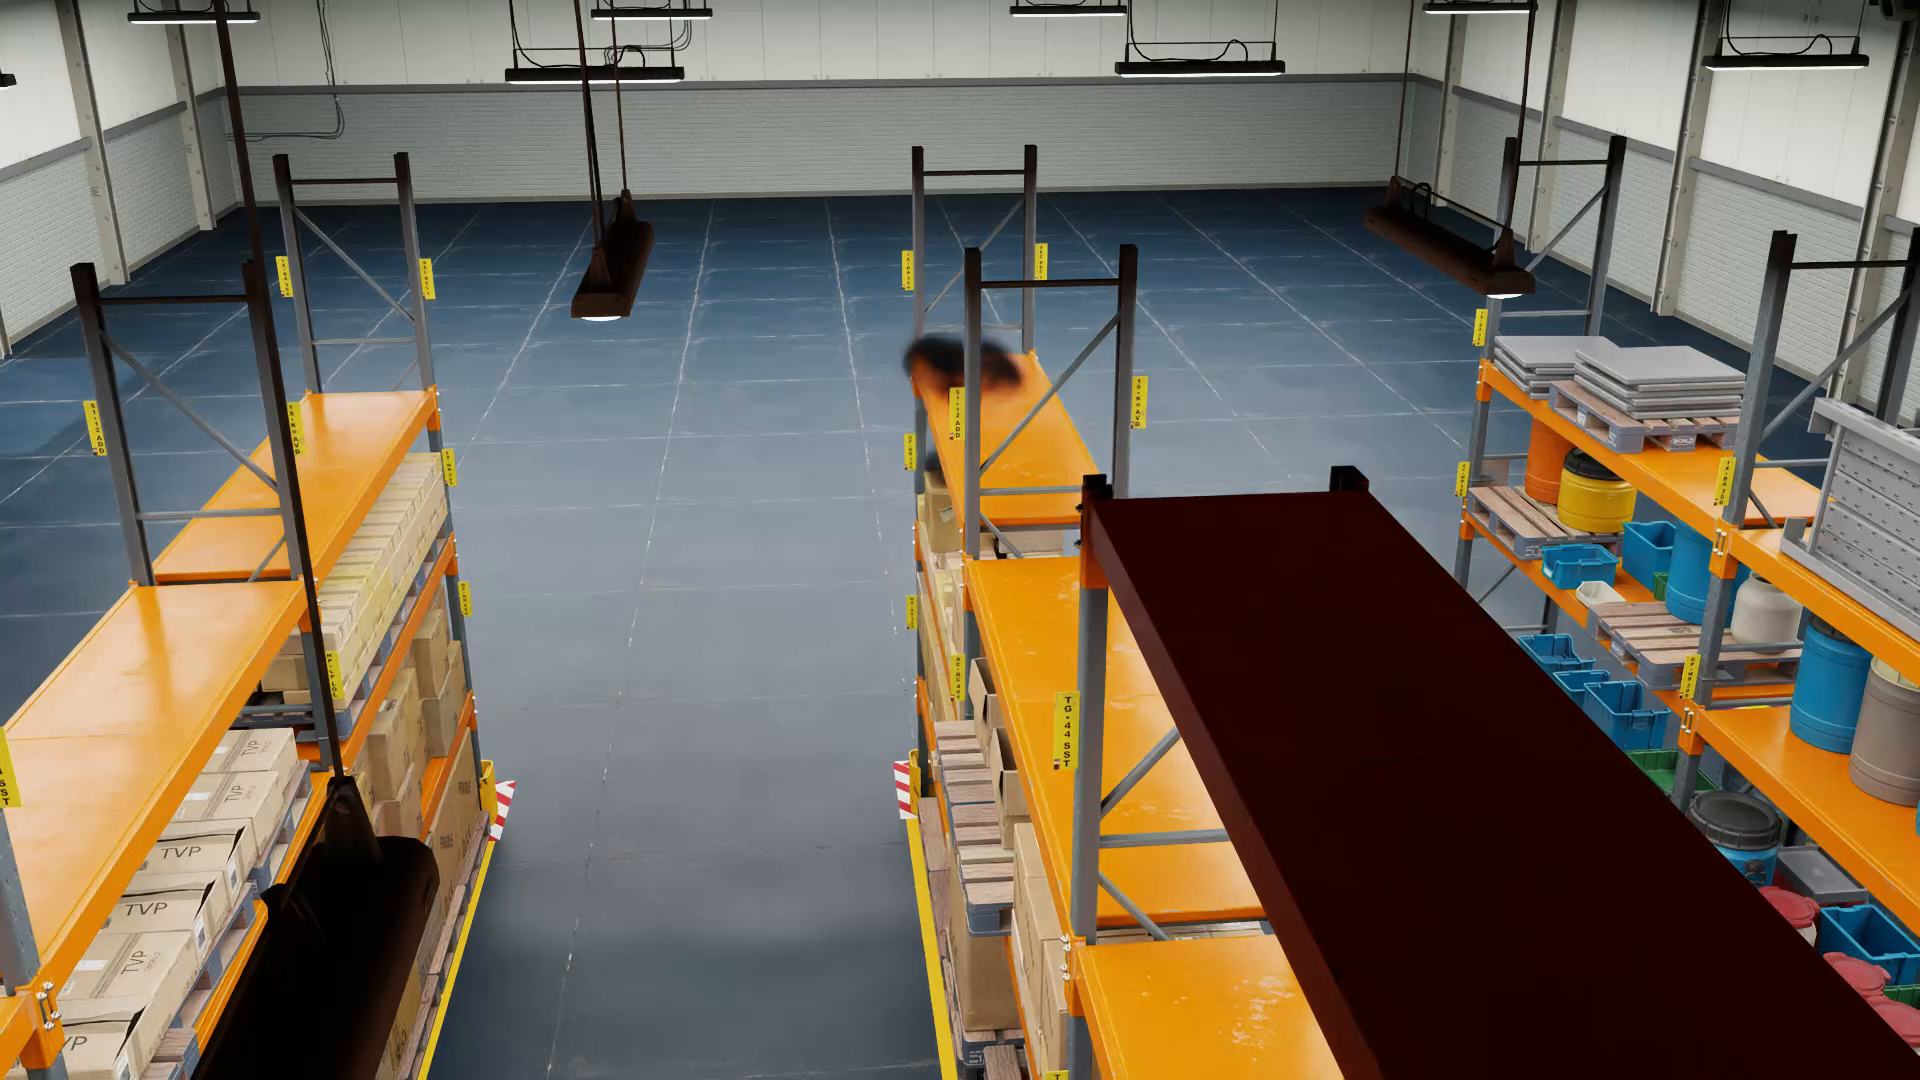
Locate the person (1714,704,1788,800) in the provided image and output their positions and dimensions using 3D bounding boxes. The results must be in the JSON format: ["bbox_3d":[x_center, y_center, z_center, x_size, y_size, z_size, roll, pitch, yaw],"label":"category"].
[{"bbox_3d":[6.955,1.877,14.775,0.737,1.573,0.837,-10,24,-25],"label":"person"}]
